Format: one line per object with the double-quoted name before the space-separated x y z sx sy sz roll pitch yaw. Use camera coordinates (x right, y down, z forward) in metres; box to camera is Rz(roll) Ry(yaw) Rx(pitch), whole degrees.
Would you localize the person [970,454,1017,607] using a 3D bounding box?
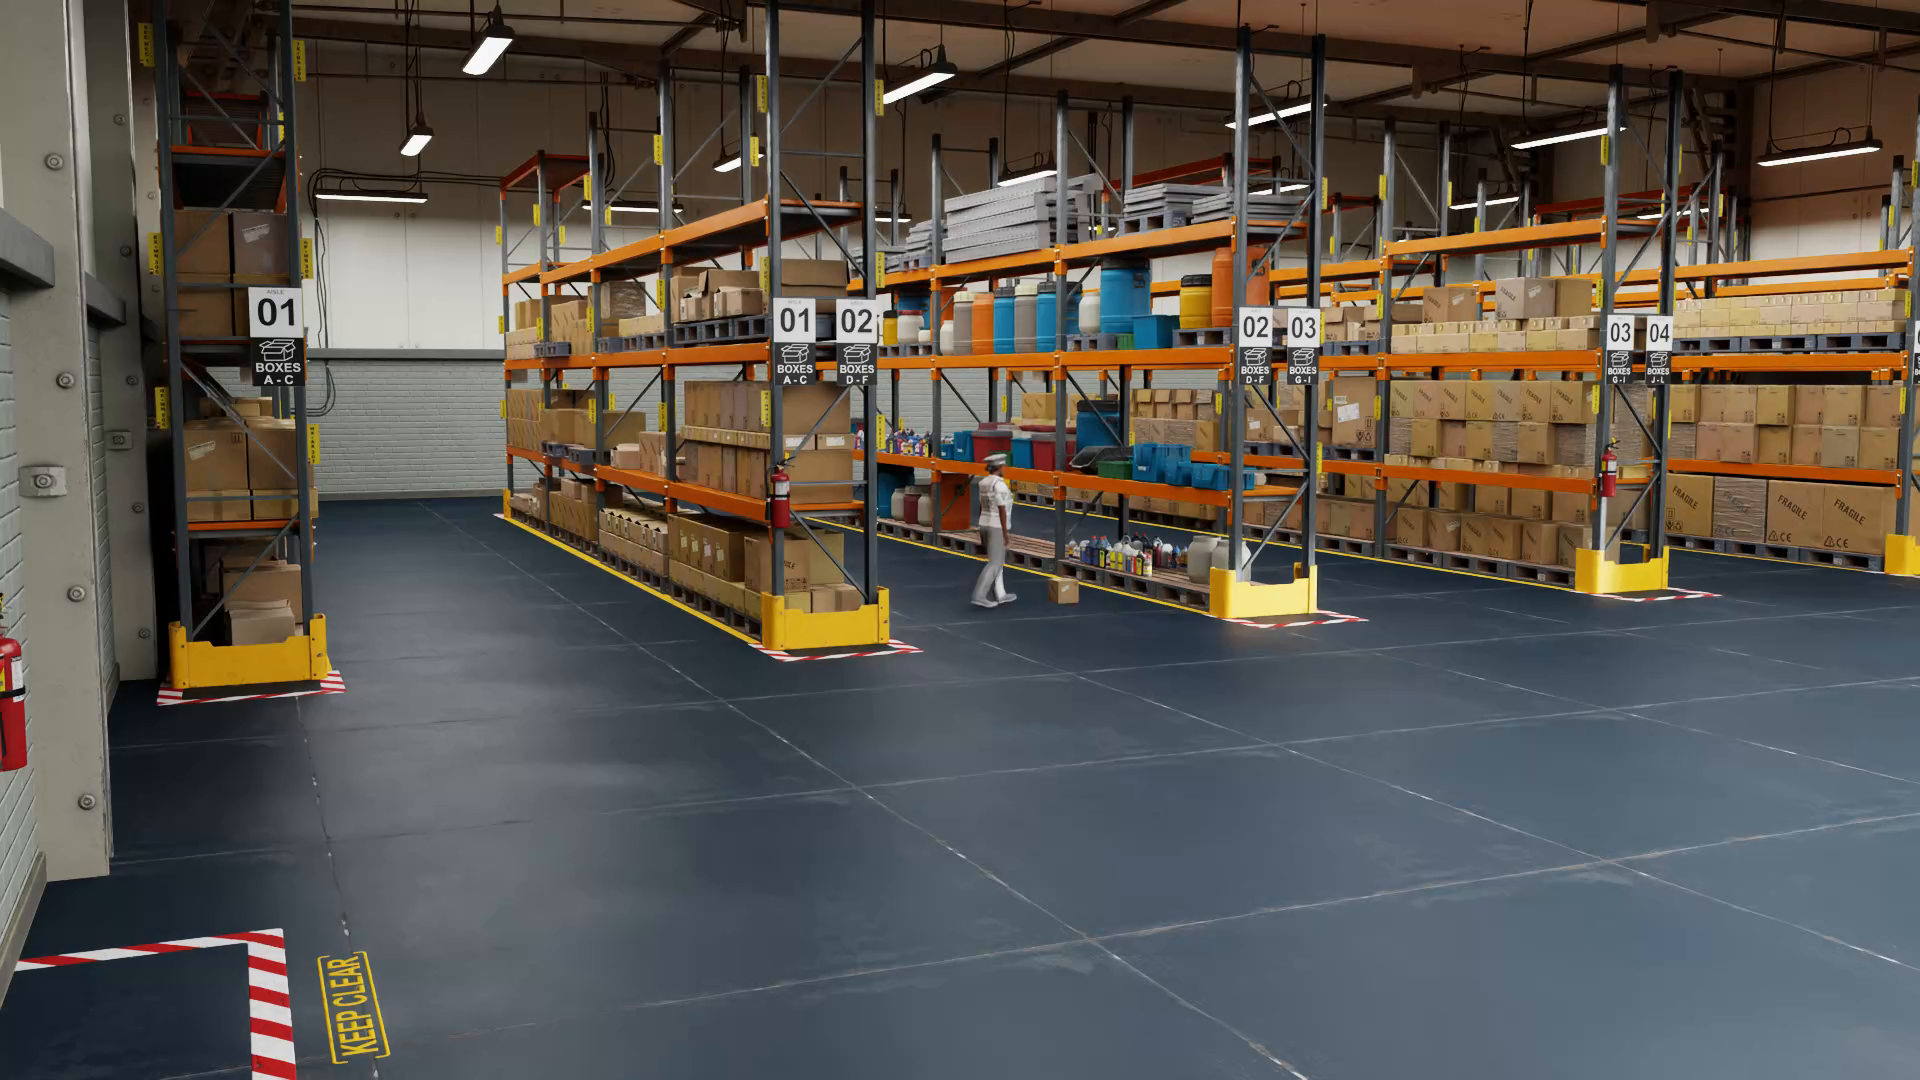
"person" 0.383 -0.103 18.017 0.744 1.658 0.488 -3 6 -30
